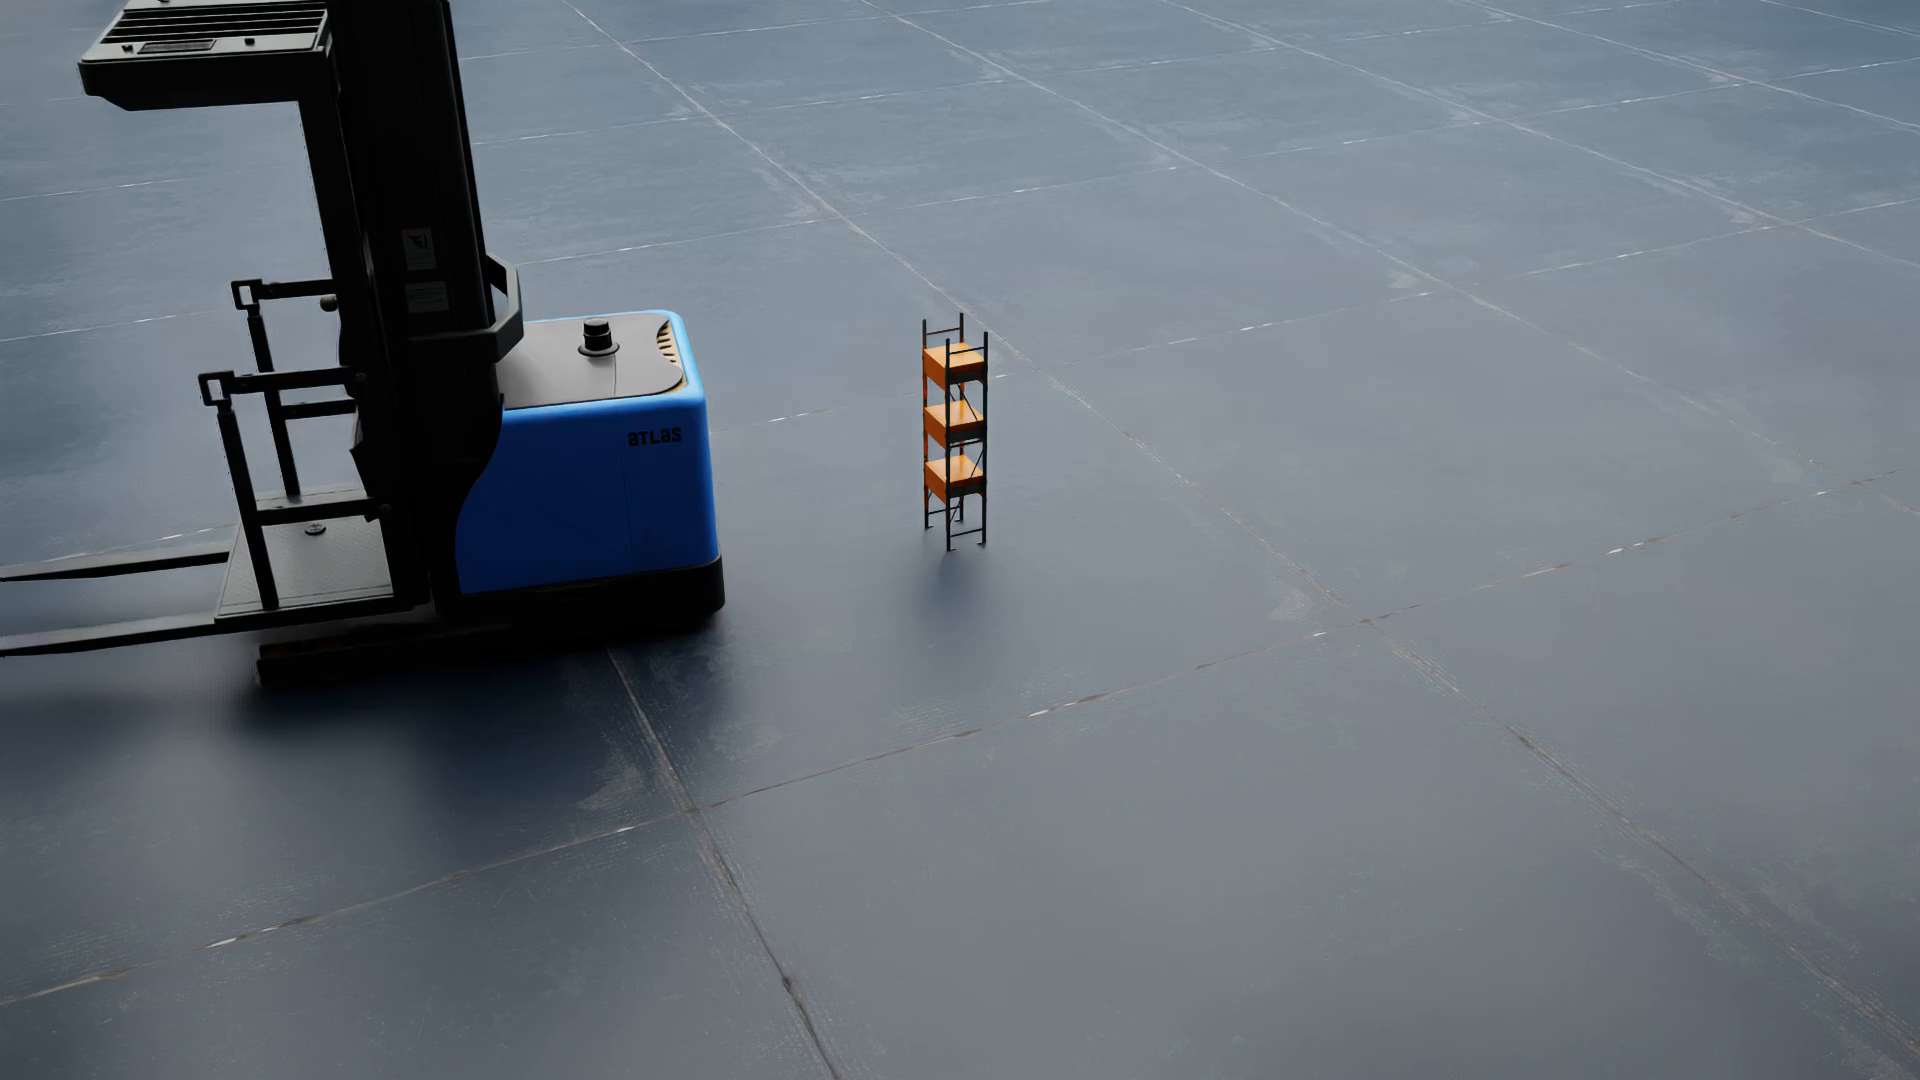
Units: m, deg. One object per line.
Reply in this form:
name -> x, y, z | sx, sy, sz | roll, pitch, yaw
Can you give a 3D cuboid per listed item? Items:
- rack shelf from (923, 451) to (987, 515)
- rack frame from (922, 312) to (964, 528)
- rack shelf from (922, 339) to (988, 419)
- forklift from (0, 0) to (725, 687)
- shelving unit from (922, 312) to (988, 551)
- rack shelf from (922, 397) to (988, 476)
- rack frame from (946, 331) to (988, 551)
rack shelf -> -0.023, -0.230, 7.676 | 0.215, 0.259, 0.240 | -13, 32, -22
rack frame -> -0.075, -0.535, 7.631 | 0.200, 1.050, 0.008 | -13, 32, -22
rack shelf -> -0.023, -0.720, 7.402 | 0.215, 0.259, 0.240 | -13, 32, -22
forklift -> -2.581, -0.972, 6.487 | 3.031, 2.935, 1.130 | -7, 30, -13
shelving unit -> -0.023, -0.482, 7.535 | 0.215, 1.050, 0.252 | -13, 32, -22
rack shelf -> -0.023, -0.472, 7.541 | 0.215, 0.259, 0.240 | -13, 32, -22
rack frame -> 0.029, -0.428, 7.439 | 0.200, 1.050, 0.008 | -13, 32, -22
